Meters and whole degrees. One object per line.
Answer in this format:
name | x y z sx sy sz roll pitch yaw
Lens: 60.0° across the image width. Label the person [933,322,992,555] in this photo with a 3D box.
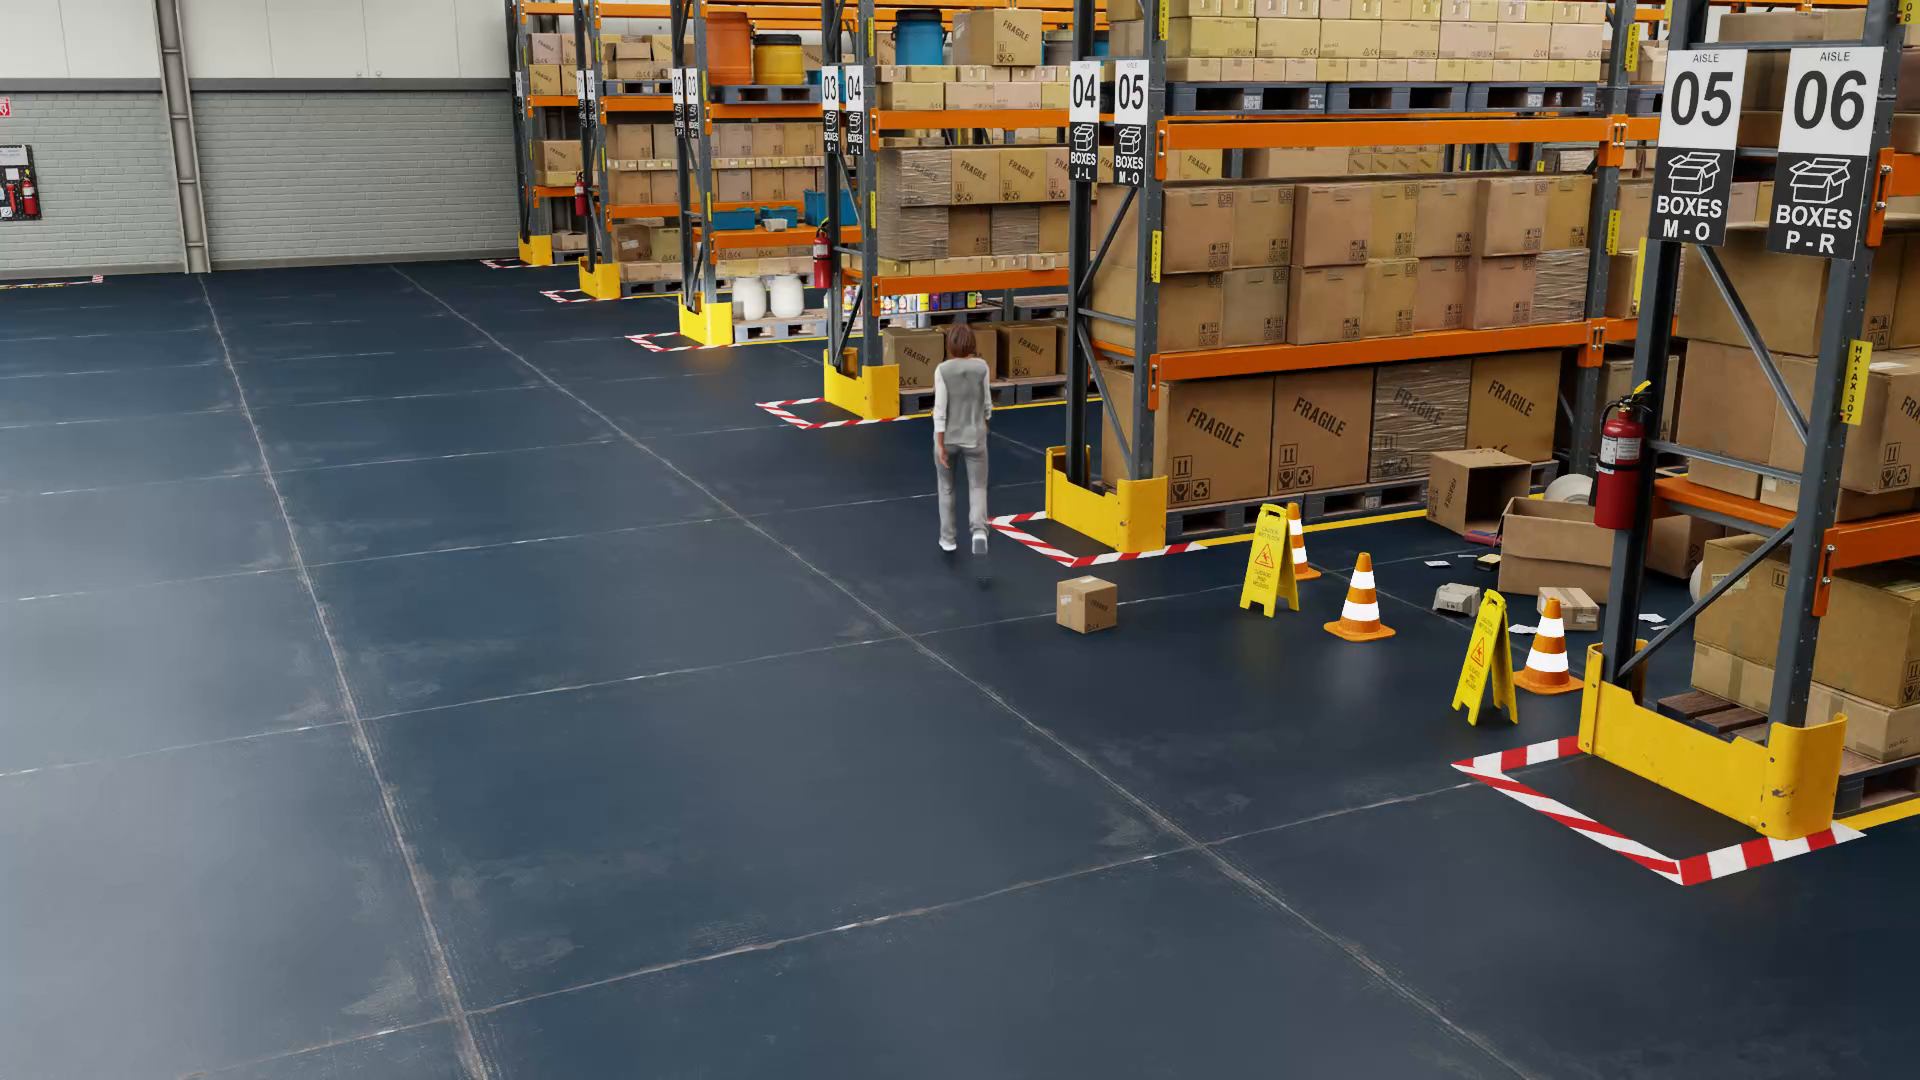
person | 0.021 -0.634 10.801 0.398 1.560 0.828 -2 16 -6
